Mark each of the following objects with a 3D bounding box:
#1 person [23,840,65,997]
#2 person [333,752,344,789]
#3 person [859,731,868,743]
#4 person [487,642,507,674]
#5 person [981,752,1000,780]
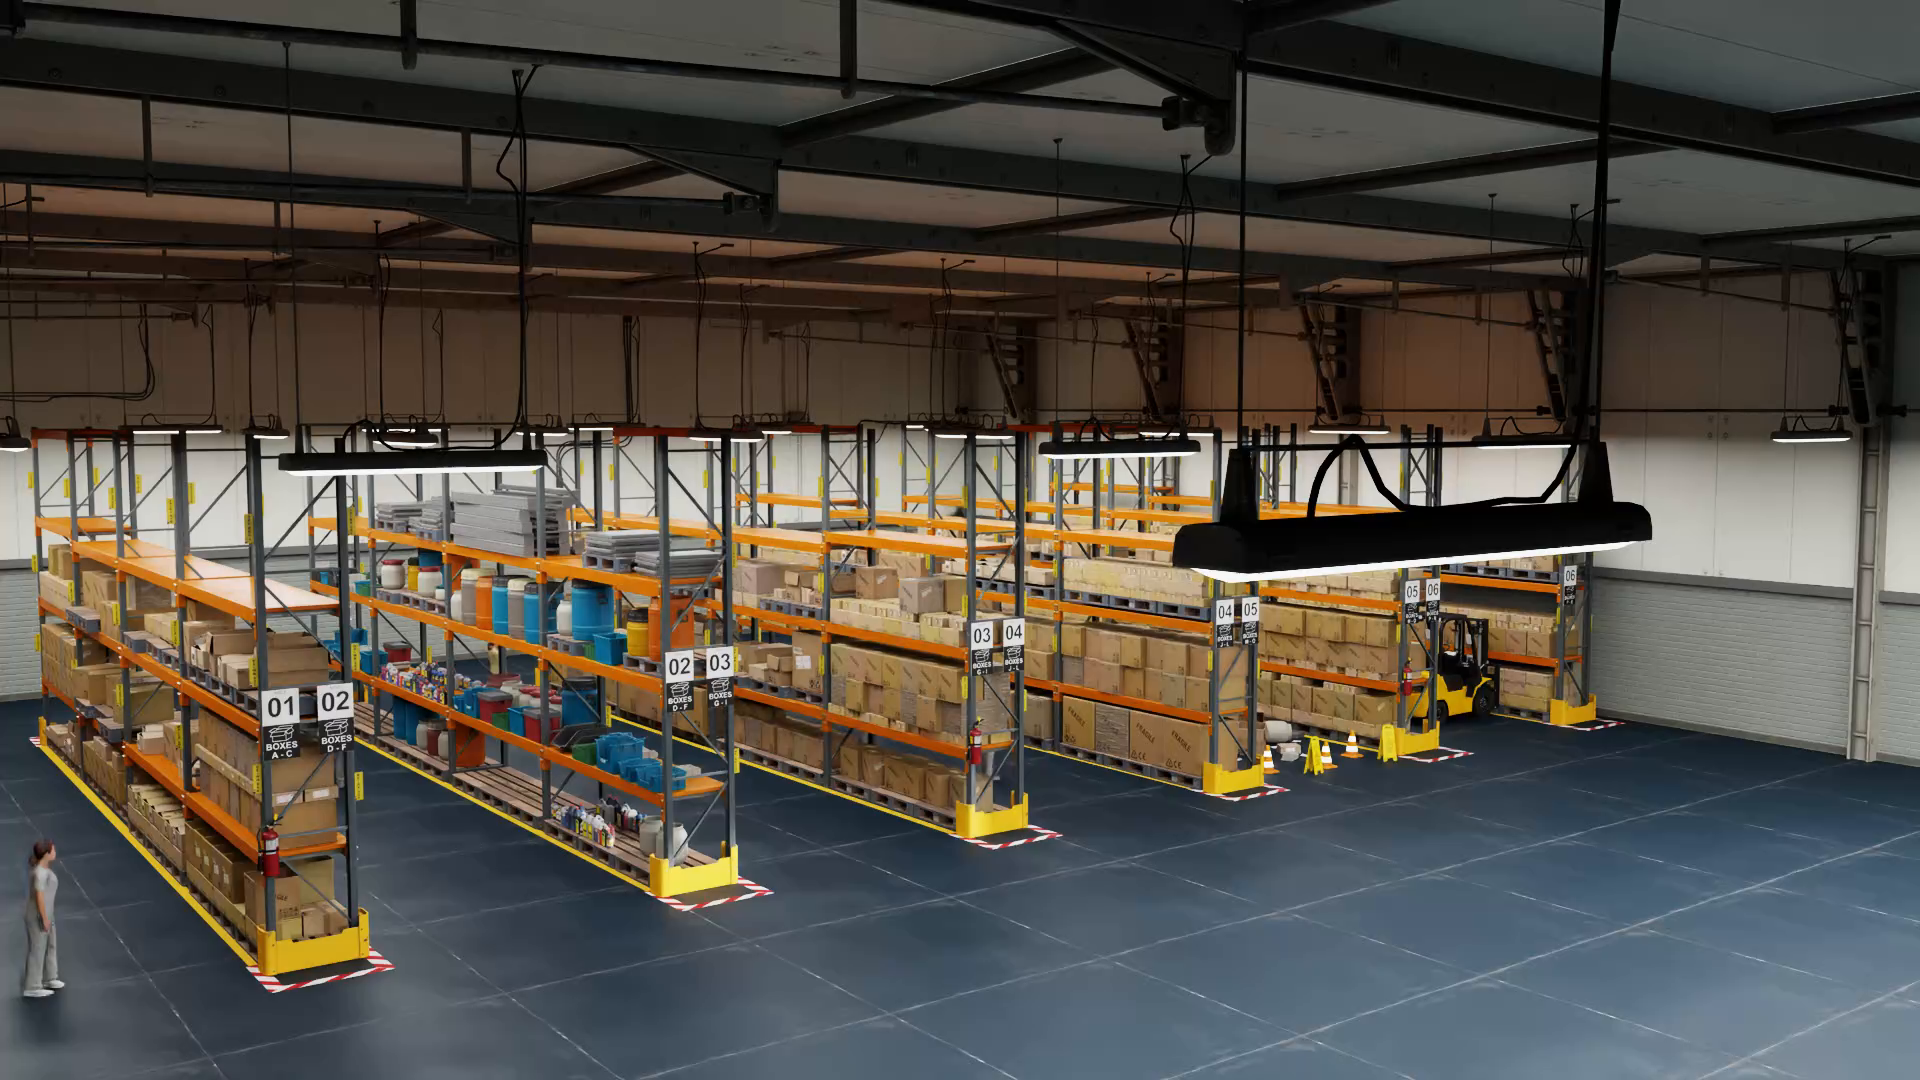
[{"bbox_3d":[-9.969,4.084,18.052,0.382,1.680,0.530,-1,5,-18],"label":"person"},{"bbox_3d":[-10.399,3.292,27.623,0.612,1.763,0.592,-1,5,-12],"label":"person"},{"bbox_3d":[-1.713,3.170,30.436,0.362,1.631,0.487,-2,5,-20],"label":"person"},{"bbox_3d":[-9.495,2.796,34.315,0.517,1.669,0.457,3,5,31],"label":"person"},{"bbox_3d":[0.497,3.284,28.435,0.382,1.743,0.464,-3,5,-31],"label":"person"}]
